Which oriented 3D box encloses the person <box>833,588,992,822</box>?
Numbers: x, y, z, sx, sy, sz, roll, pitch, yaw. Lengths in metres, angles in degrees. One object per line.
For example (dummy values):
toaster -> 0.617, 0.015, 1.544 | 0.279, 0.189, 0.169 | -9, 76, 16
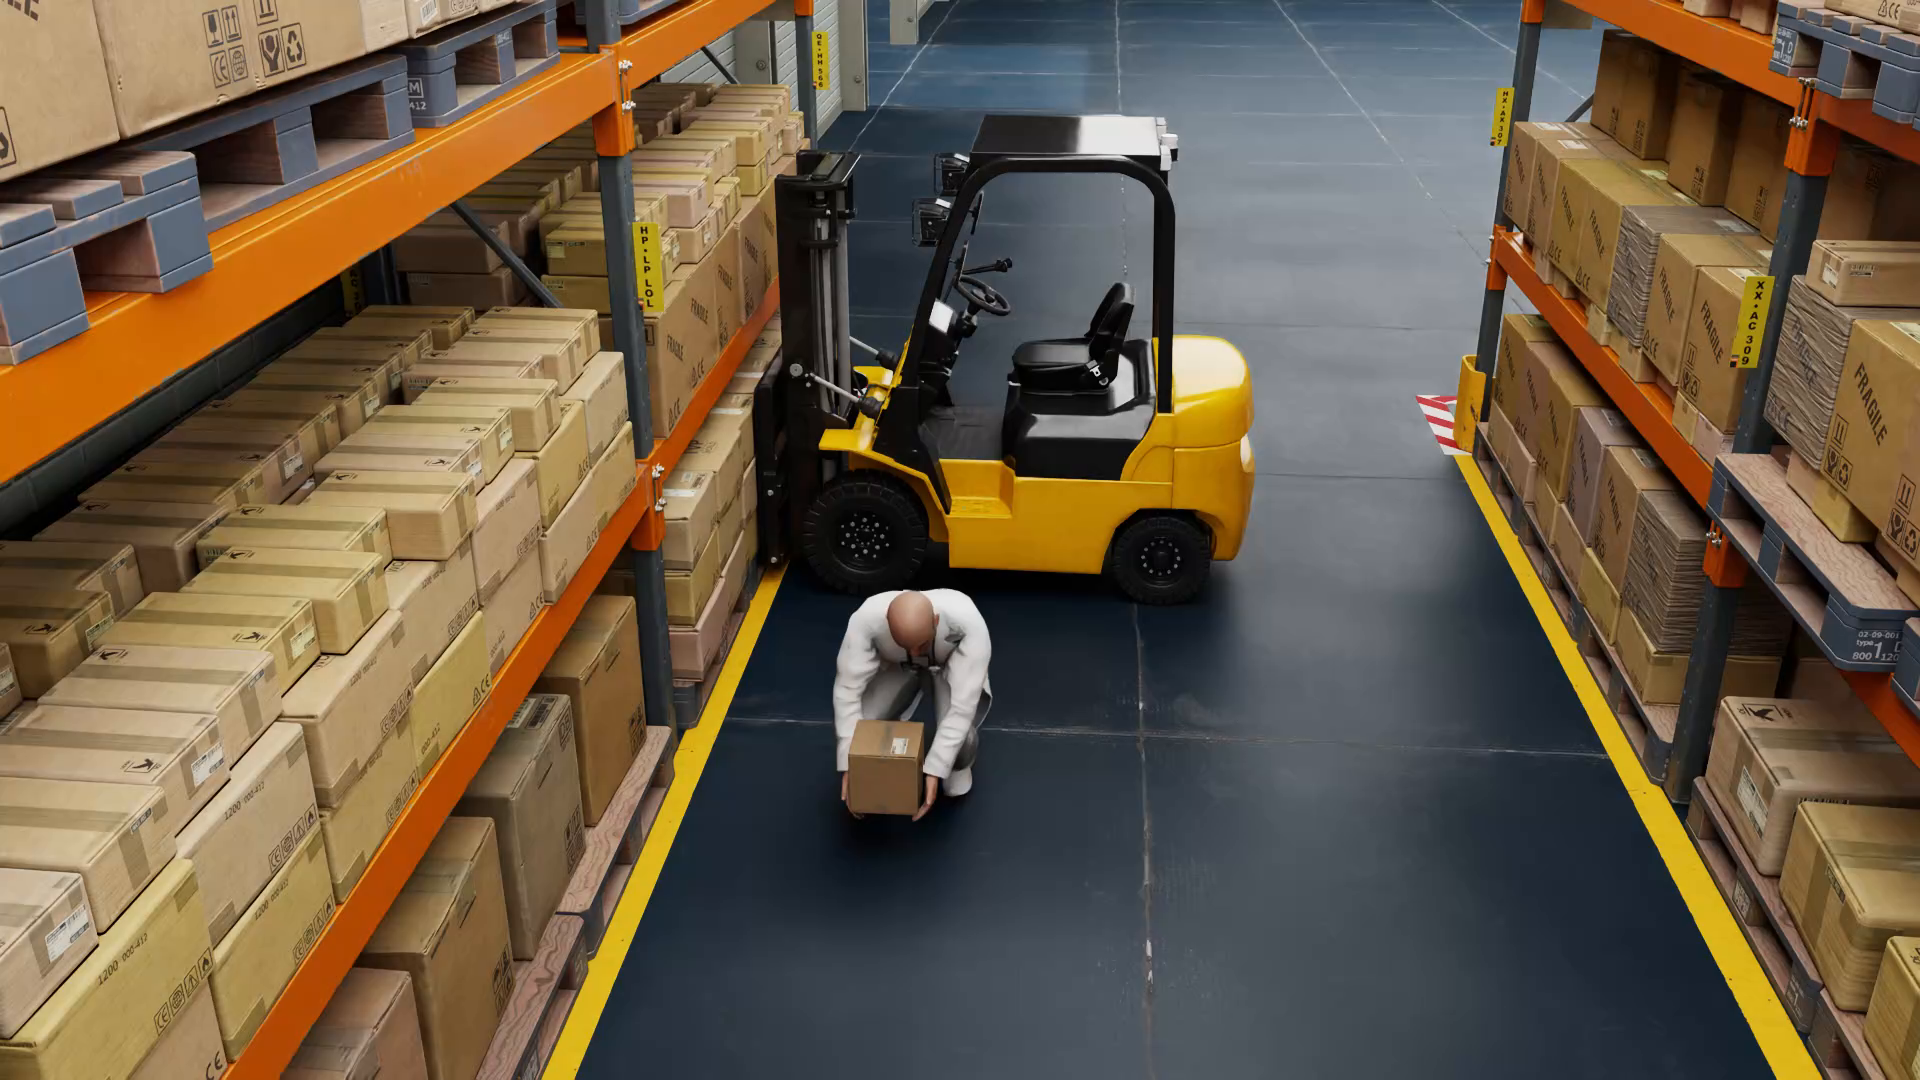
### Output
person -> -0.168, 0.548, 6.363 | 0.606, 0.995, 0.919 | 6, 25, 13
